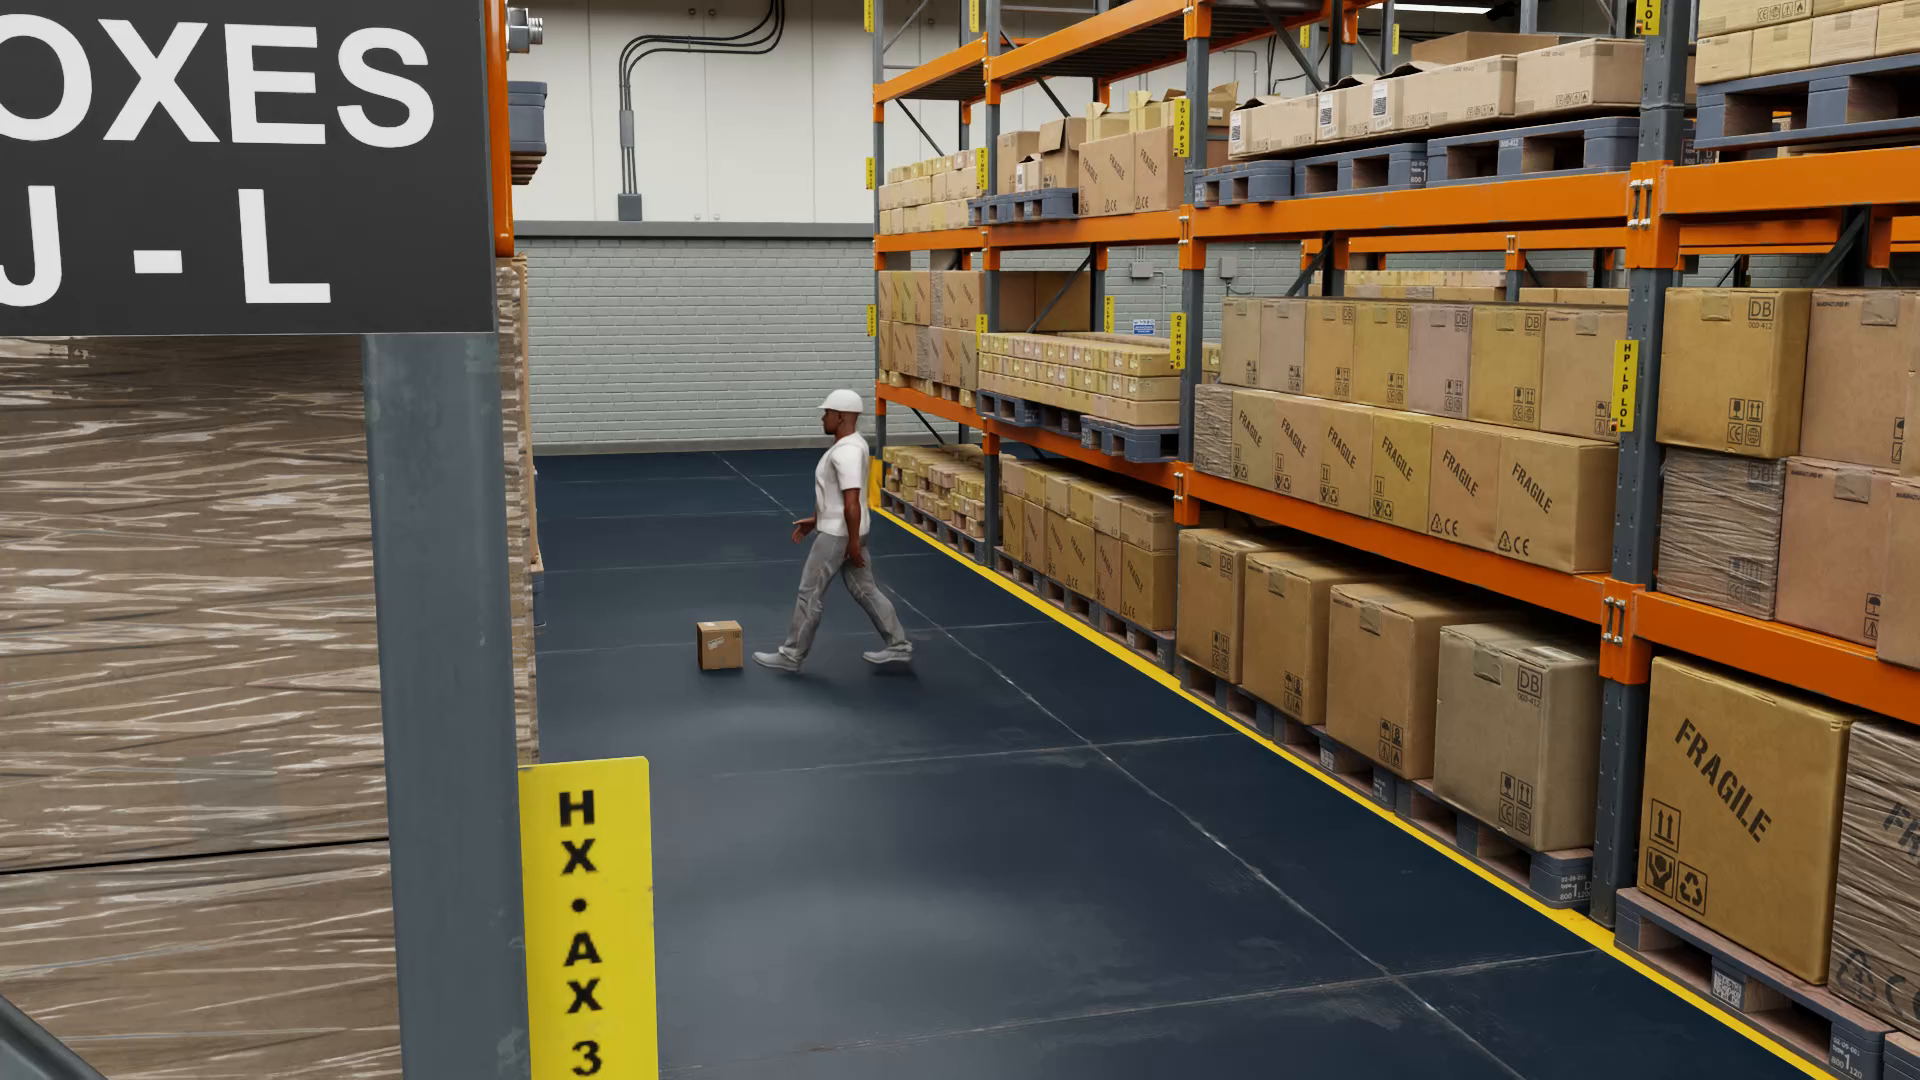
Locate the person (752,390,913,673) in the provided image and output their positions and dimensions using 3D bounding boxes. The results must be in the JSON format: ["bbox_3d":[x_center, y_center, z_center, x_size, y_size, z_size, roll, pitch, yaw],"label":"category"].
[{"bbox_3d":[-0.781,-0.058,10.213,0.980,1.725,0.585,1,9,5],"label":"person"}]
